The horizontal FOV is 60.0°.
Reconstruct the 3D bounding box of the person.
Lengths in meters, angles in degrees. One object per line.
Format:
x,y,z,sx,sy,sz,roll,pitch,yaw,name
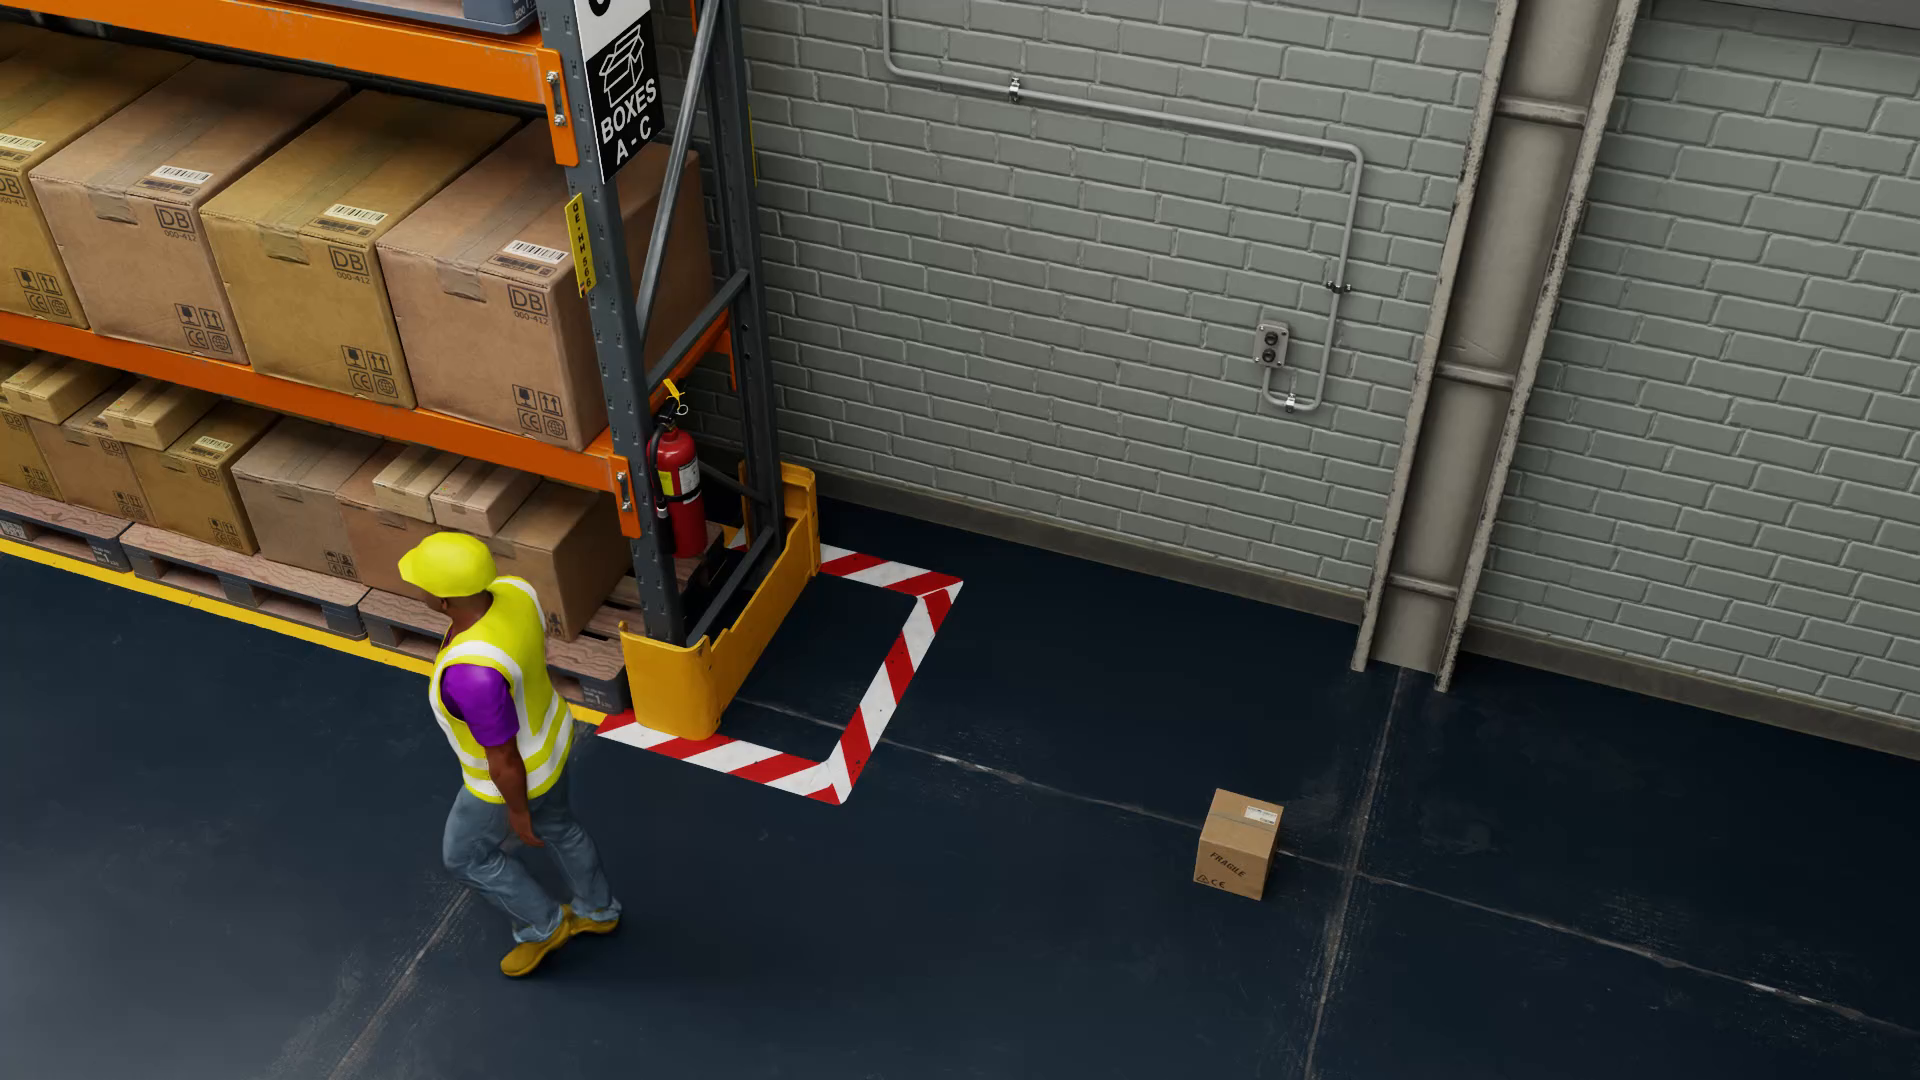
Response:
-1.426,0.689,5.348,0.497,1.794,0.593,3,41,4,person
